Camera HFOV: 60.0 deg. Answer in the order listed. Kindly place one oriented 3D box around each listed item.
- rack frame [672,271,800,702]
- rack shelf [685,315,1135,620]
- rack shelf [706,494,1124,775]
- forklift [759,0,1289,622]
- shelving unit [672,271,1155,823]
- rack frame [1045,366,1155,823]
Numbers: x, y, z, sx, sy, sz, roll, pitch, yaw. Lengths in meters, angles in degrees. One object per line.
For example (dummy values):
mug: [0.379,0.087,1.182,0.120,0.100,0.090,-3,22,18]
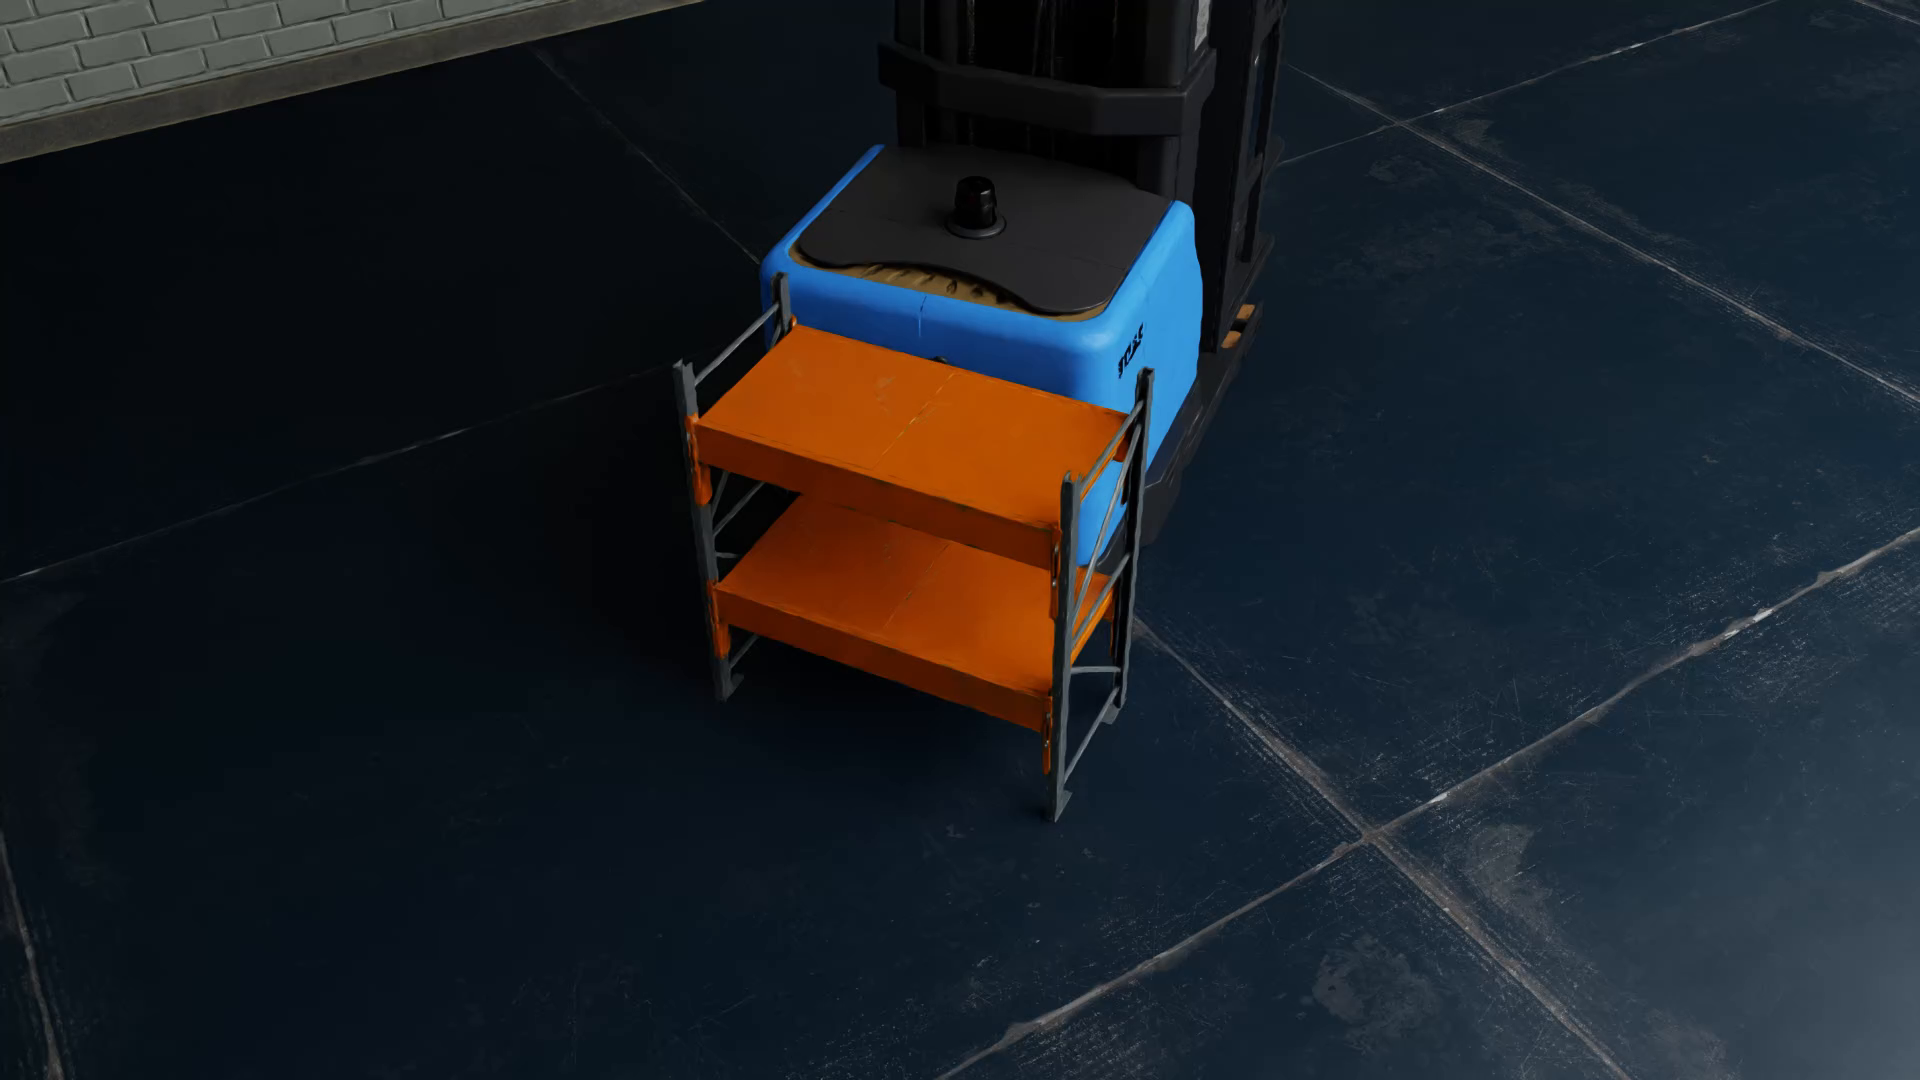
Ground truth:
rack frame: [-0.570,-0.122,4.518,0.032,1.125,0.500,17,43,20]
rack shelf: [-0.112,-0.205,4.160,1.000,0.278,0.538,17,43,20]
rack shelf: [-0.112,0.208,4.504,1.000,0.278,0.538,17,43,20]
forklift: [0.462,-1.804,5.126,1.130,2.935,3.031,15,42,17]
shelving unit: [-0.112,0.020,4.347,1.048,1.125,0.538,17,43,20]
rack frame: [0.345,0.162,4.177,0.032,1.125,0.500,17,43,20]
